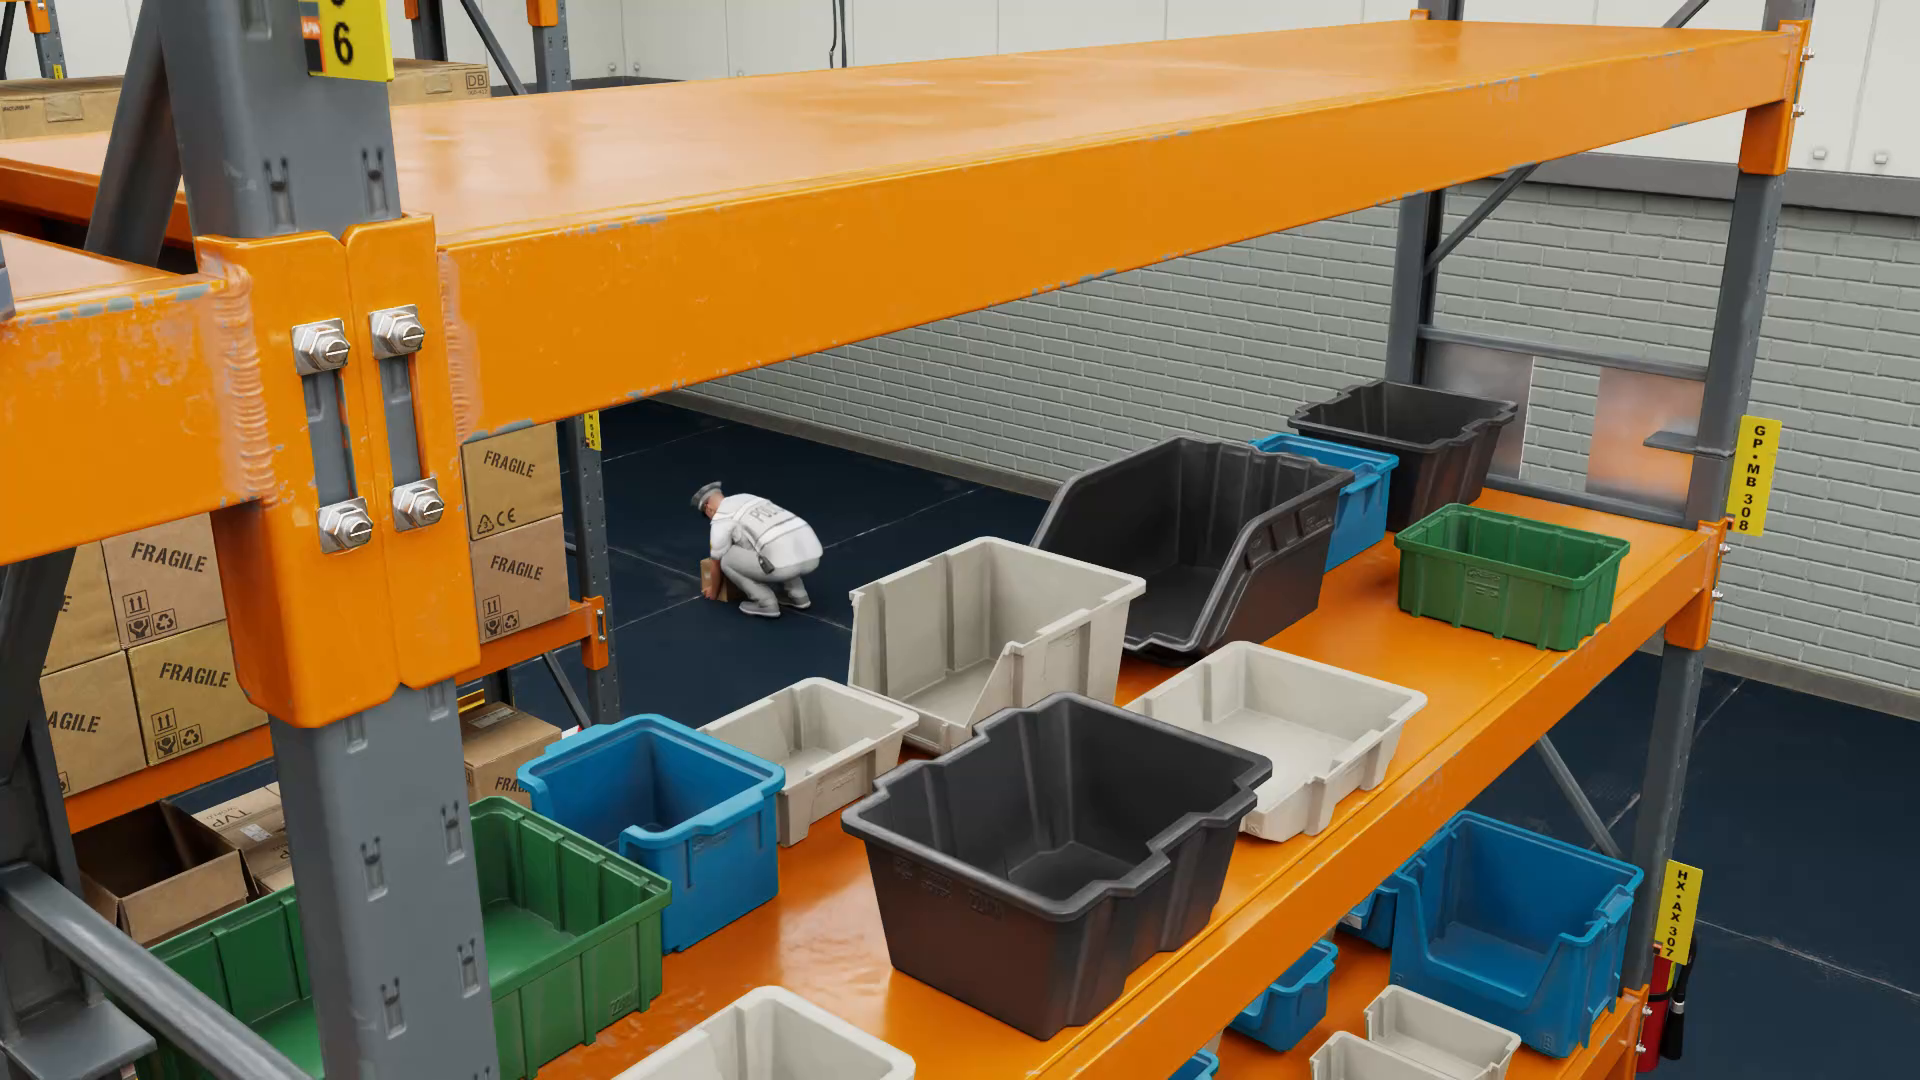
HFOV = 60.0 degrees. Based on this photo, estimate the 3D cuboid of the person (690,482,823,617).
[{"bbox_3d":[-1.390,0.095,11.289,0.986,0.906,0.542,15,25,36],"label":"person"}]
